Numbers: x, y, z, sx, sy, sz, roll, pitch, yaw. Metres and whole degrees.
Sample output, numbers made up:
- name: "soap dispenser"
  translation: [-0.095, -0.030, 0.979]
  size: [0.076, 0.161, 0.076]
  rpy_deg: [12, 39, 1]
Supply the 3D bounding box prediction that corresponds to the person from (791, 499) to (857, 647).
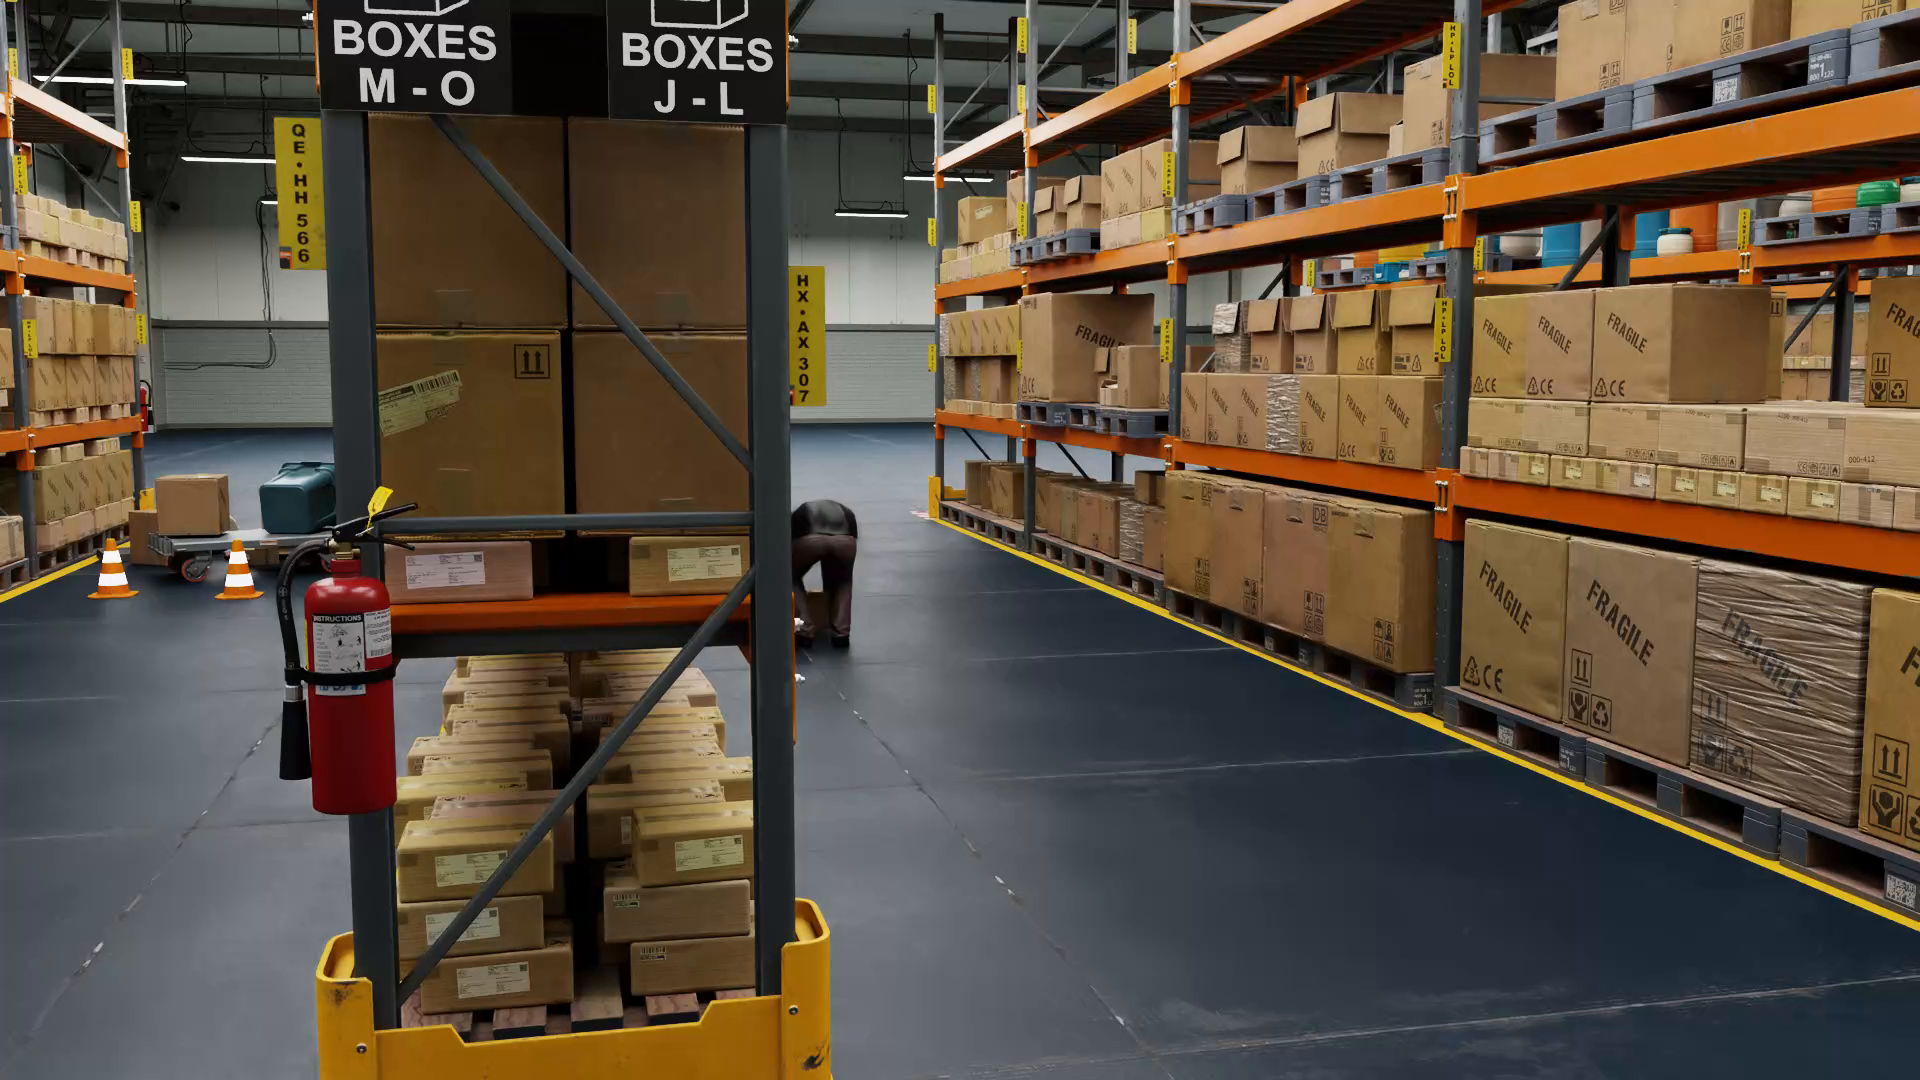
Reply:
- name: "person"
  translation: [-0.977, 0.200, 11.209]
  size: [0.497, 0.973, 0.944]
  rpy_deg: [-2, 6, -16]
